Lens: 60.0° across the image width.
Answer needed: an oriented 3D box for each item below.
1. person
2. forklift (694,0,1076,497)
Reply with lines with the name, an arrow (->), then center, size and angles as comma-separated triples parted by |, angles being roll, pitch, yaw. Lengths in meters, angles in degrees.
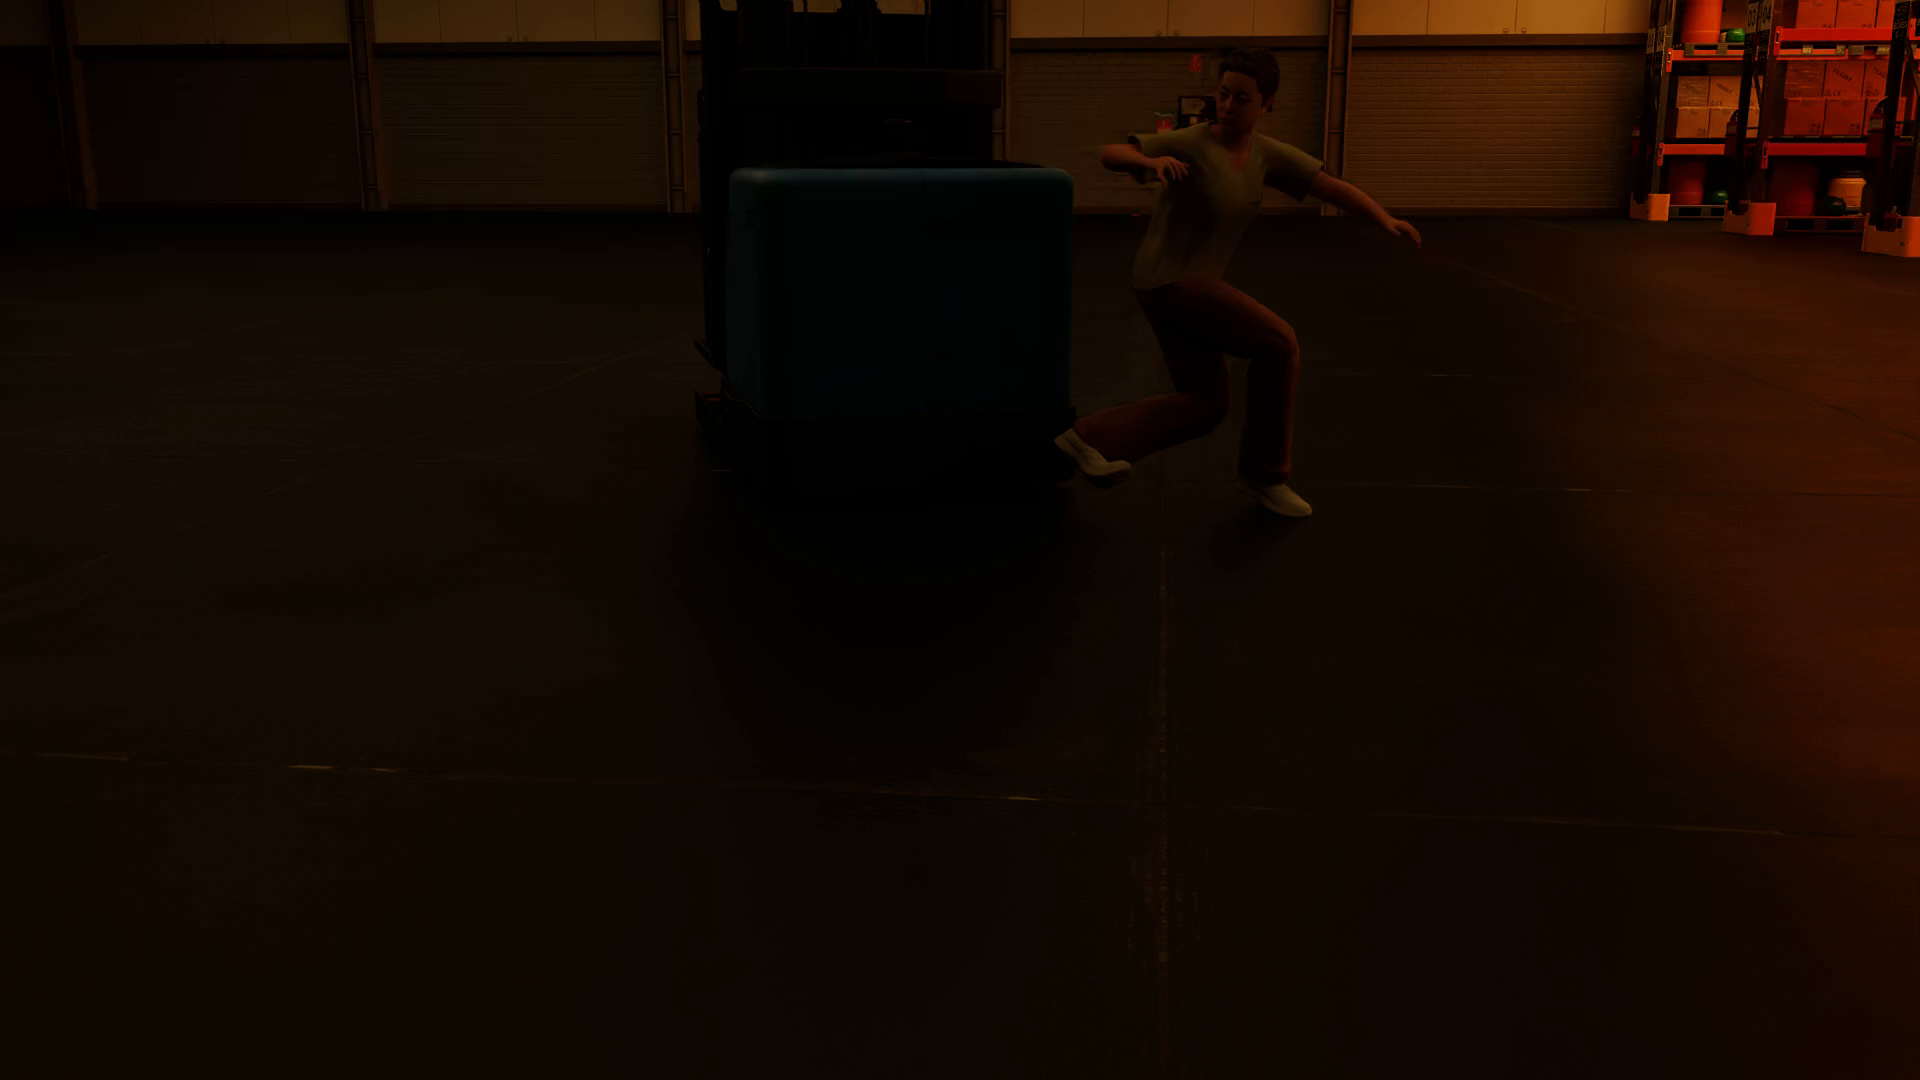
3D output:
person -> 0.831, -0.770, 5.111 | 1.068, 1.441, 0.763 | 7, 15, 28
forklift -> -0.479, -1.856, 6.446 | 1.130, 2.935, 3.031 | -3, 14, -14
